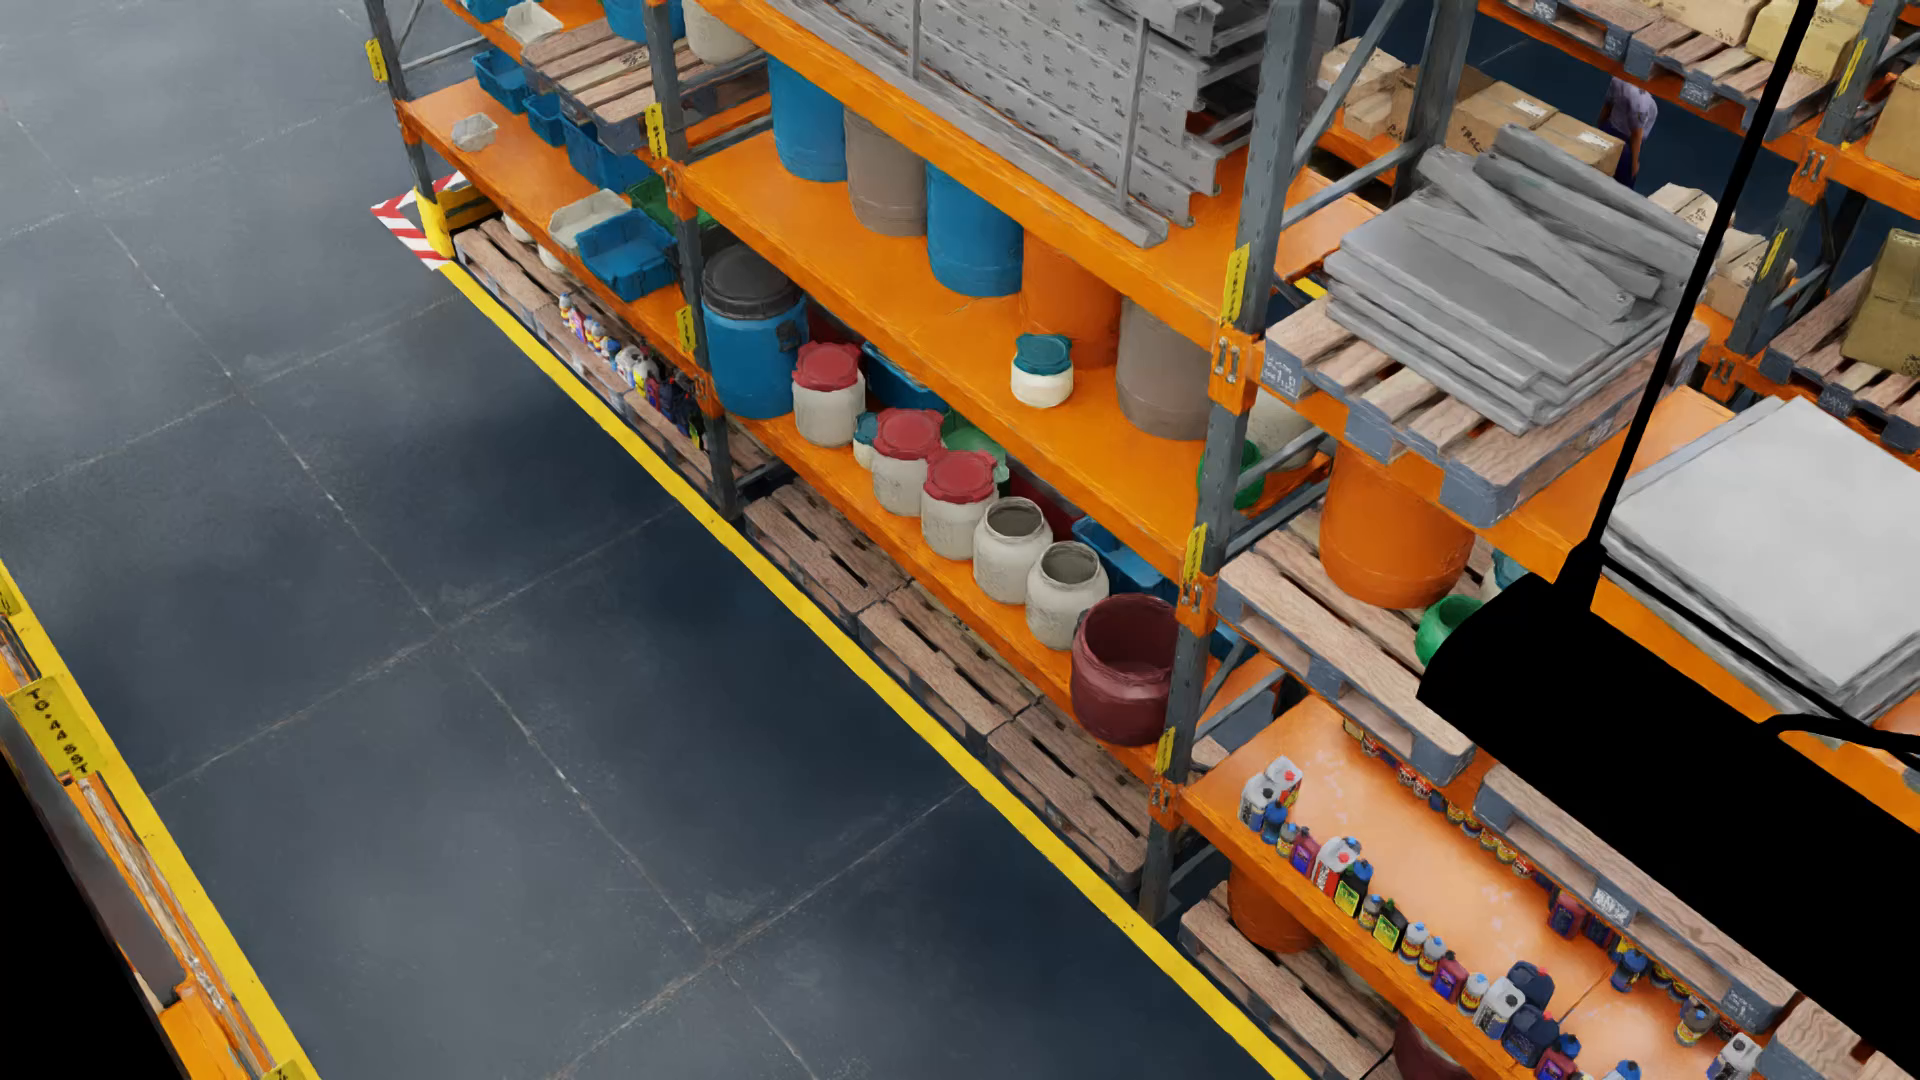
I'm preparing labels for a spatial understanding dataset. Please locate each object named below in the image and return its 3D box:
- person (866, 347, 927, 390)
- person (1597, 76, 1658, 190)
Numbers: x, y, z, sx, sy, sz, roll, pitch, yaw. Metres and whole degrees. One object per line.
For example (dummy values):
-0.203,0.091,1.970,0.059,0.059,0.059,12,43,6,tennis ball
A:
-0.389,-0.860,10.216,0.661,1.651,0.612,28,53,24,person
5.033,-2.992,12.686,0.470,1.640,0.523,-7,47,-7,person
